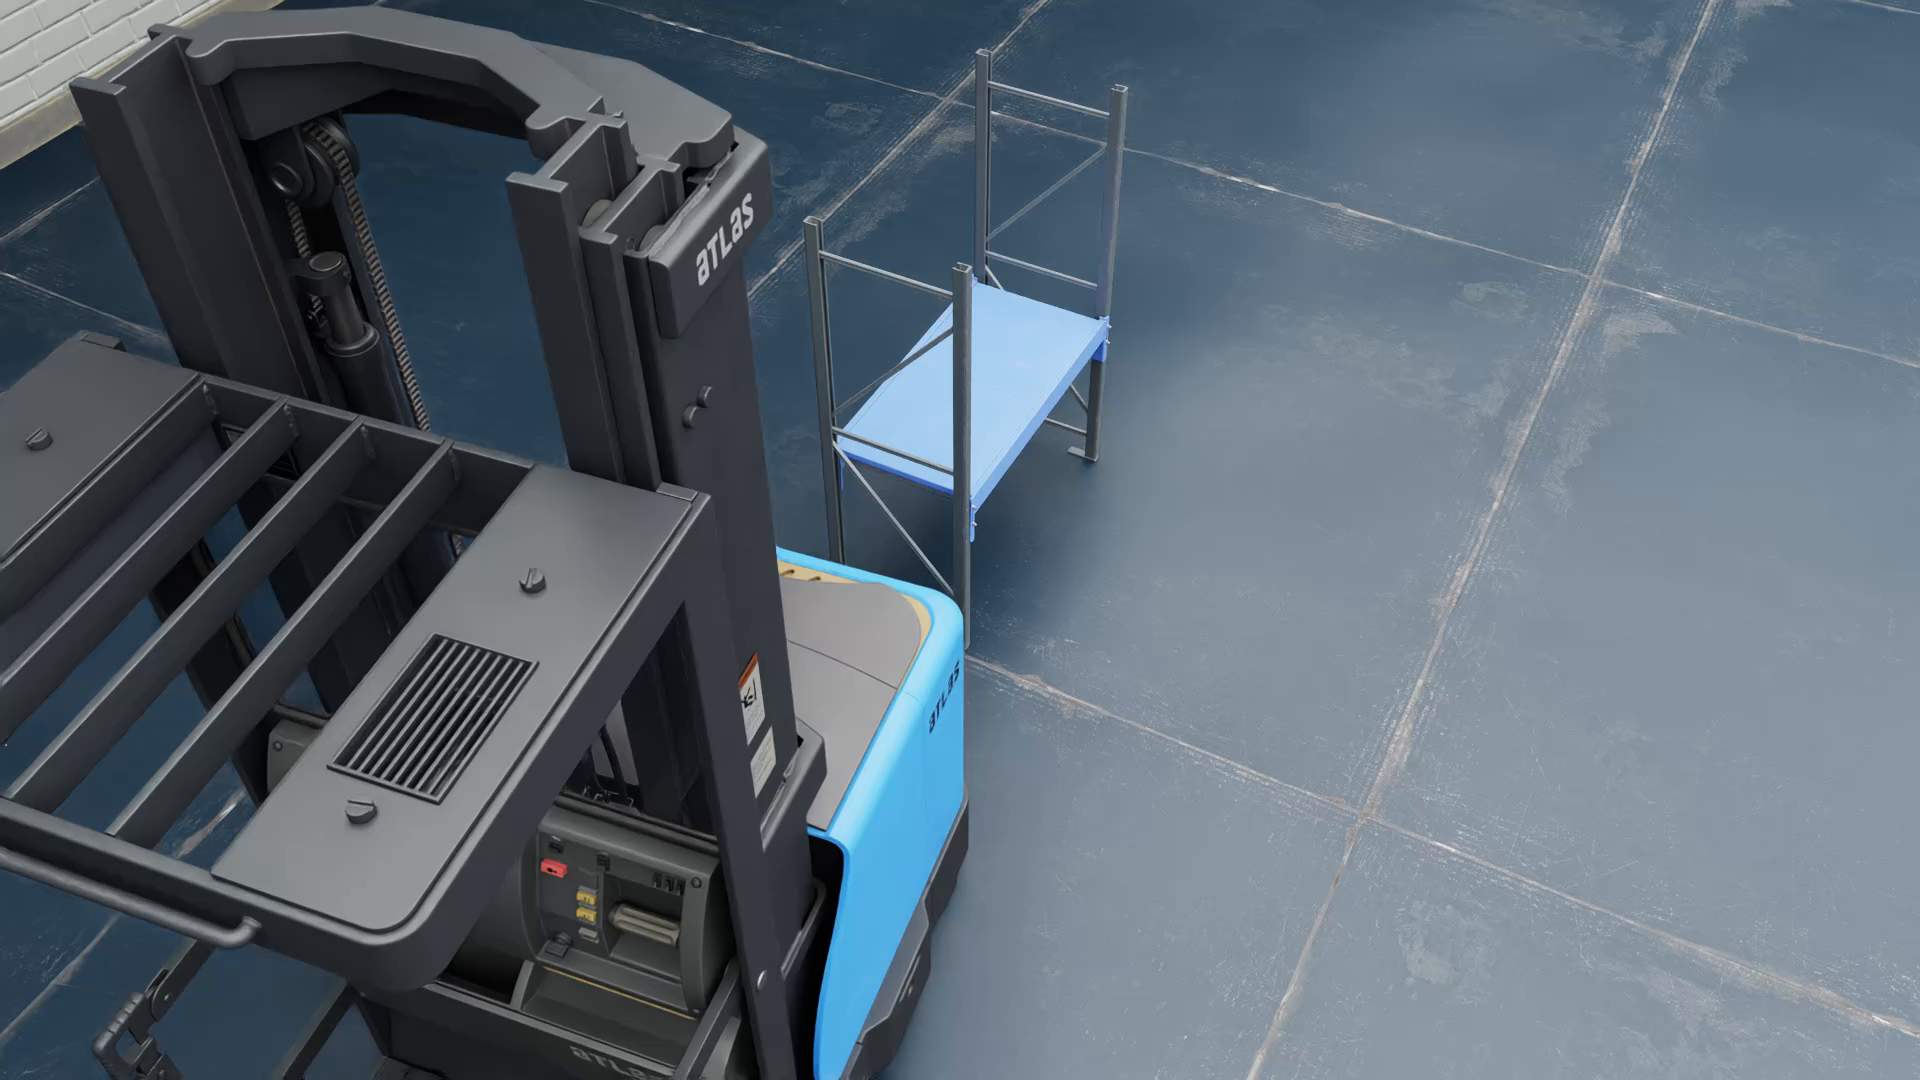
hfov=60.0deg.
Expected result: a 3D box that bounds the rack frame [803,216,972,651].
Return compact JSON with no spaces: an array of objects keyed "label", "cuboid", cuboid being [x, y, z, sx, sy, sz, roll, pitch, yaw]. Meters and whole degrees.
[{"label":"rack frame","cuboid":[-0.196,-0.261,4.953,0.500,1.500,0.032,20,49,19]}]

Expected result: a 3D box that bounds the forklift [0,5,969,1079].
[{"label":"forklift","cuboid":[-0.959,0.731,2.967,1.130,2.935,3.031,15,47,14]}]

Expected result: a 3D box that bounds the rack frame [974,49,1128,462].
[{"label":"rack frame","cuboid":[0.276,-0.901,5.586,0.500,1.500,0.032,20,49,19]}]

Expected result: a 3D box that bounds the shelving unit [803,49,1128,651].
[{"label":"shelving unit","cuboid":[0.040,-0.581,5.270,0.538,1.500,1.048,20,49,19]}]

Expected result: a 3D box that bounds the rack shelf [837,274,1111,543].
[{"label":"rack shelf","cuboid":[0.040,-0.455,5.398,0.538,0.185,1.000,20,49,19]}]
